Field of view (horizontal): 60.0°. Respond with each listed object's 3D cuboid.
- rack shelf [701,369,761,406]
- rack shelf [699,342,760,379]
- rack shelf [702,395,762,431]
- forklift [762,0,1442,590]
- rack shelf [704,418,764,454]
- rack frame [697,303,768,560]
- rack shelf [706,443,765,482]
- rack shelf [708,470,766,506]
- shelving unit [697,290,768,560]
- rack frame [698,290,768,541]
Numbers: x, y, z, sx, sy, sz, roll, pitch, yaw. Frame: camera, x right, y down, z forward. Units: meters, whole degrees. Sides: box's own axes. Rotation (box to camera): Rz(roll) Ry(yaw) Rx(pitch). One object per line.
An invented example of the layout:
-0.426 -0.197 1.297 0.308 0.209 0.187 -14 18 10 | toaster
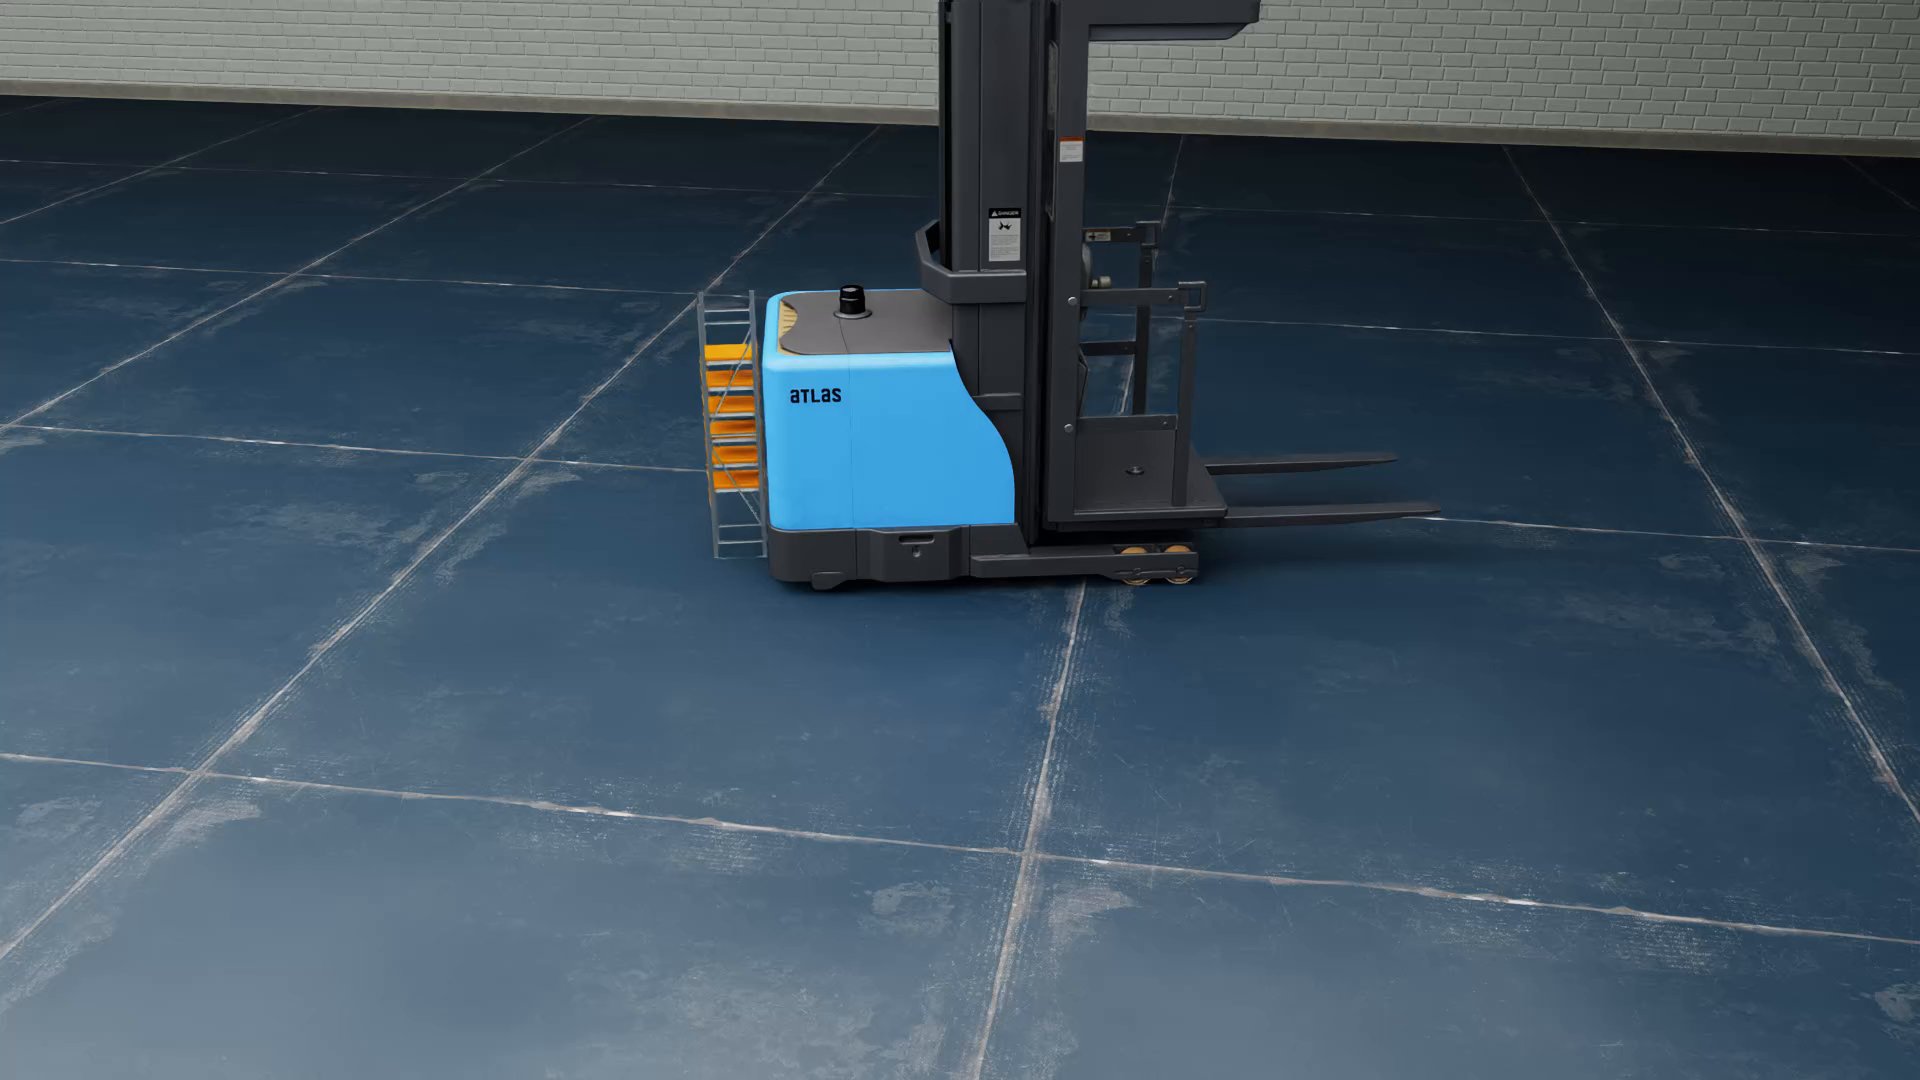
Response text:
-1.006 -0.676 7.317 0.258 0.103 0.180 -3 25 -5 | rack shelf
-1.006 -0.784 7.266 0.258 0.103 0.180 -3 25 -5 | rack shelf
-1.006 -0.567 7.368 0.258 0.103 0.180 -3 25 -5 | rack shelf
0.645 -1.350 7.176 3.031 2.935 1.130 -2 25 -4 | forklift
-1.006 -0.458 7.419 0.258 0.103 0.180 -3 25 -5 | rack shelf
-0.997 -0.460 7.317 0.240 1.200 0.006 -3 25 -5 | rack frame
-1.006 -0.350 7.470 0.258 0.103 0.180 -3 25 -5 | rack shelf
-1.006 -0.241 7.520 0.258 0.103 0.180 -3 25 -5 | rack shelf
-1.006 -0.499 7.400 0.258 1.200 0.189 -3 25 -5 | shelving unit
-1.016 -0.537 7.482 0.240 1.200 0.006 -3 25 -5 | rack frame
